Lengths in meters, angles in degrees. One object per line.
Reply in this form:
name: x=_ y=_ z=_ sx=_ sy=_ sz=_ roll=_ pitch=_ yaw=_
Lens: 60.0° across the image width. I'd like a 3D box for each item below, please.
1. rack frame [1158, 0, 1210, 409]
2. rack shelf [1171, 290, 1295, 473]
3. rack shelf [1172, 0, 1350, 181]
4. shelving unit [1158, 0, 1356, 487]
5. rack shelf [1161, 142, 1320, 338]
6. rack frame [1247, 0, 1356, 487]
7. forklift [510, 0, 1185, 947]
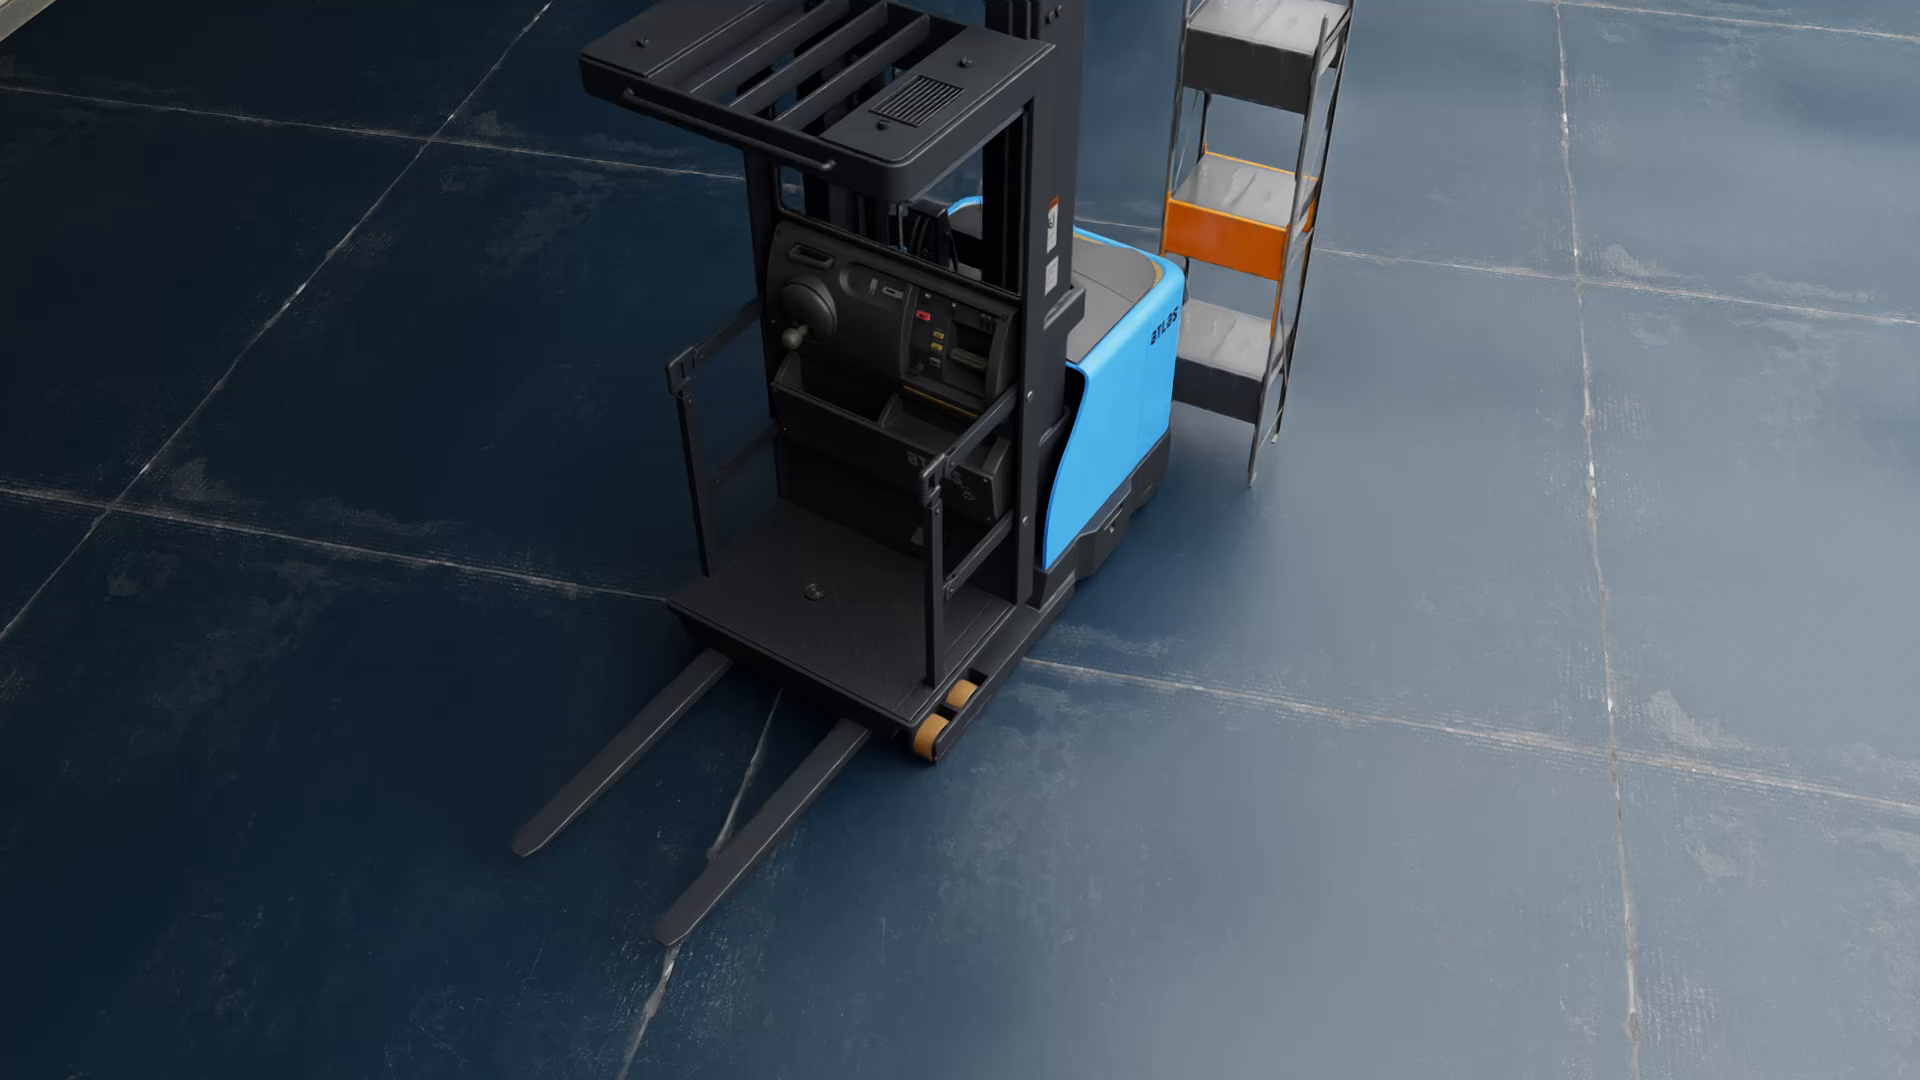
rack frame: x=0.863 y=-1.254 z=6.538 sx=0.015 sy=2.100 sz=0.400 roll=19 pitch=47 yaw=19
rack shelf: x=1.082 y=-0.664 z=6.955 sx=0.480 sy=0.518 sz=0.431 roll=19 pitch=47 yaw=19
rack shelf: x=1.082 y=-1.673 z=5.984 sx=0.480 sy=0.518 sz=0.431 roll=19 pitch=47 yaw=19
shelving unit: x=1.082 y=-1.179 z=6.460 sx=0.503 sy=2.100 sz=0.431 roll=19 pitch=47 yaw=19
rack shelf: x=1.082 y=-1.169 z=6.470 sx=0.480 sy=0.518 sz=0.431 roll=19 pitch=47 yaw=19
rack frame: x=1.301 y=-1.103 z=6.382 sx=0.015 sy=2.100 sz=0.400 roll=19 pitch=47 yaw=19
forklift: x=-0.357 y=-0.648 z=5.309 sx=1.130 sy=2.935 sz=3.031 roll=24 pitch=49 yaw=23
